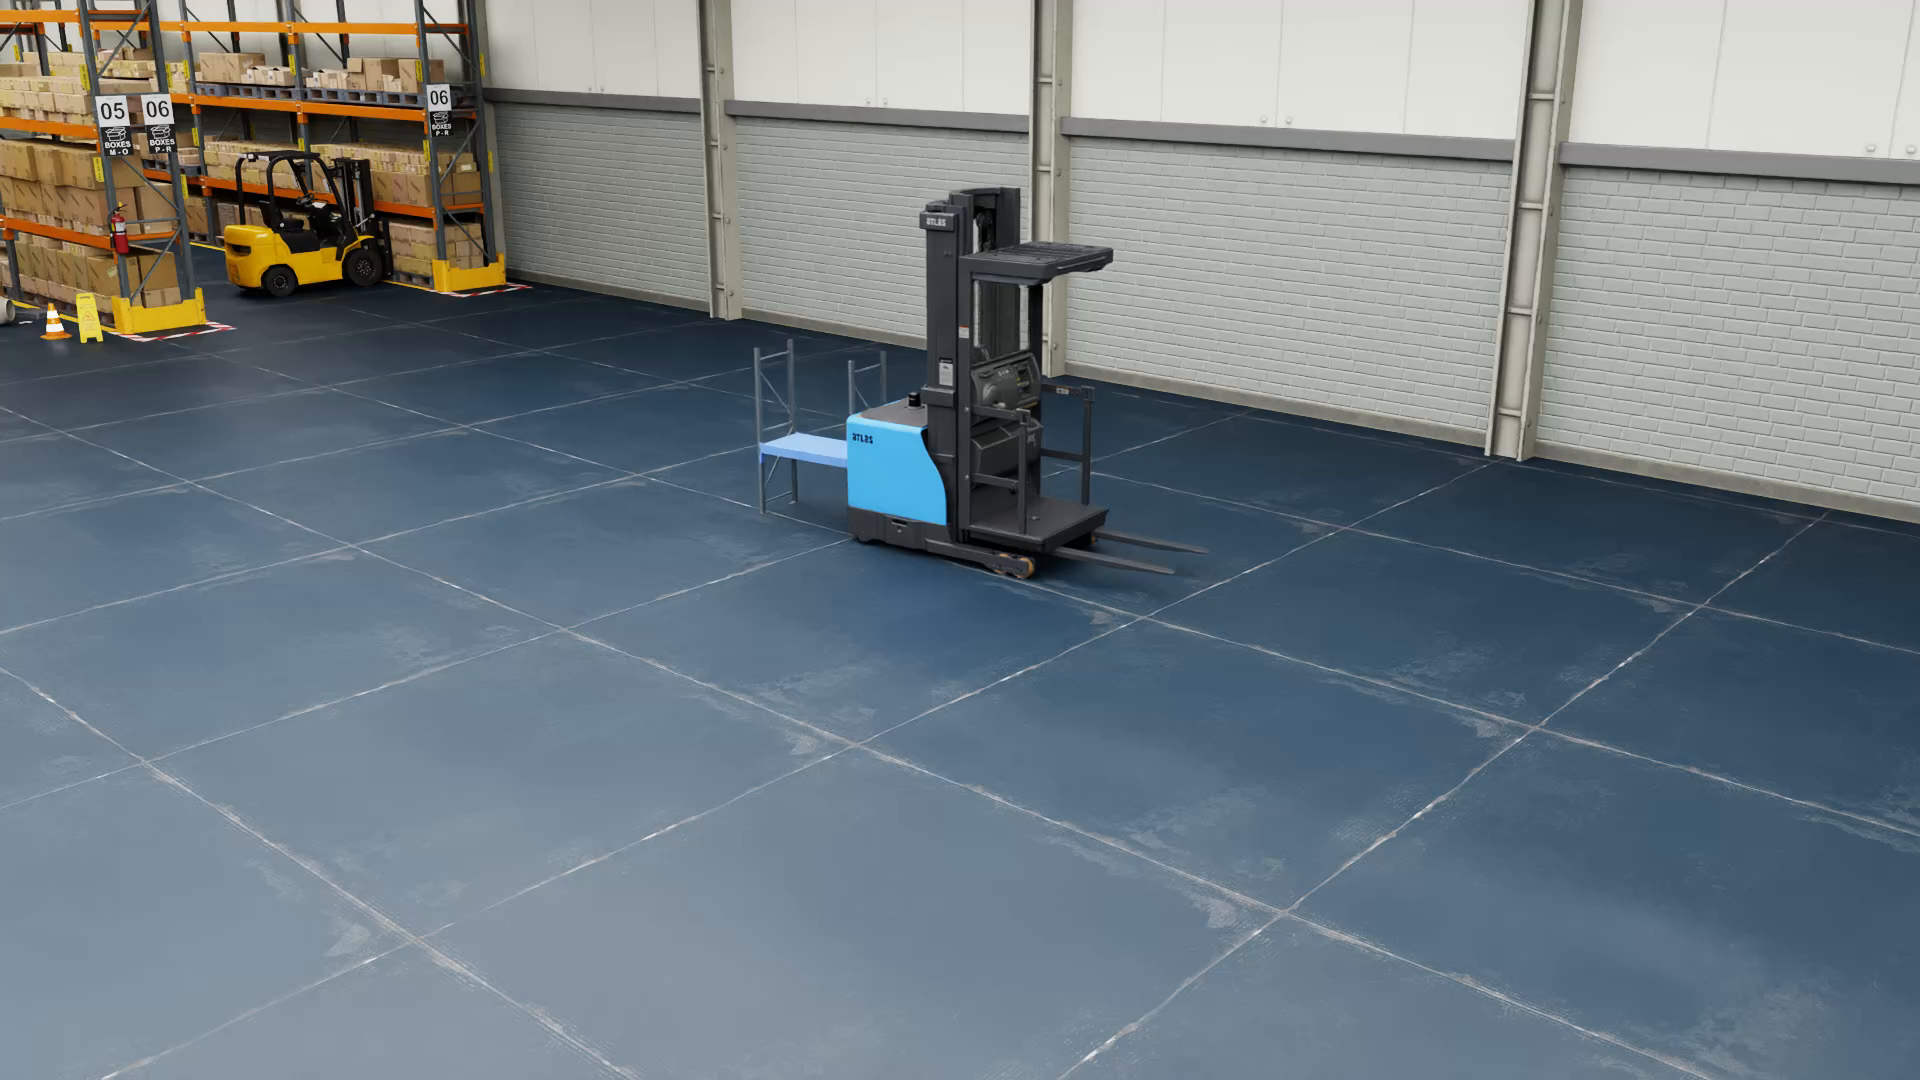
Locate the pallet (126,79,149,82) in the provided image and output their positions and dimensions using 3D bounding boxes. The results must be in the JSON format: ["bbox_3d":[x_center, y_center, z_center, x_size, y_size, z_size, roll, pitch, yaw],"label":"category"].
[{"bbox_3d":[-15.744,-8.952,32.713,1.003,0.211,1.213,15,23,39],"label":"pallet"}]

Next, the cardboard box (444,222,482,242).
[{"bbox_3d":[-8.221,-5.062,27.303,0.500,0.250,0.500,15,23,38],"label":"cardboard box"}]

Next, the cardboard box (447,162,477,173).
[{"bbox_3d":[-8.069,-6.041,26.949,0.250,0.149,0.380,14,23,38],"label":"cardboard box"}]

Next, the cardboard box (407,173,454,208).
[{"bbox_3d":[-8.530,-5.644,26.772,0.500,0.500,0.500,14,23,38],"label":"cardboard box"}]

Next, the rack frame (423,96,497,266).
[{"bbox_3d":[-7.987,-5.557,26.663,0.127,3.000,1.000,15,23,39],"label":"rack frame"}]

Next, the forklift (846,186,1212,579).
[{"bbox_3d":[0.547,-1.271,13.270,3.031,2.935,1.130,12,21,32],"label":"forklift"}]

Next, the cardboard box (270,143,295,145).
[{"bbox_3d":[-12.555,-7.273,30.831,0.250,0.149,0.380,15,23,38],"label":"cardboard box"}]

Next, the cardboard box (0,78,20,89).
[{"bbox_3d":[-13.847,-6.689,24.367,0.250,0.149,0.380,14,22,38],"label":"cardboard box"}]

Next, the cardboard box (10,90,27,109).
[{"bbox_3d":[-13.366,-6.381,24.057,0.500,0.250,0.500,15,23,40],"label":"cardboard box"}]

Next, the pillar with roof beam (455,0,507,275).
[{"bbox_3d":[-10.768,-7.786,23.769,0.400,9.000,9.100,15,23,39],"label":"pillar with roof beam"}]

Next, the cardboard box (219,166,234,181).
[{"bbox_3d":[-13.428,-6.845,30.970,0.500,0.250,0.500,14,23,38],"label":"cardboard box"}]

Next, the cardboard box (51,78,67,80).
[{"bbox_3d":[-13.100,-6.706,24.423,0.250,0.149,0.380,14,23,38],"label":"cardboard box"}]

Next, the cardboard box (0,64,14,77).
[{"bbox_3d":[-14.789,-7.121,25.358,0.500,0.250,0.500,16,23,40],"label":"cardboard box"}]

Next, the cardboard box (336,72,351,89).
[{"bbox_3d":[-10.071,-7.607,27.526,0.258,0.266,0.396,14,23,38],"label":"cardboard box"}]

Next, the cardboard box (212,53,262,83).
[{"bbox_3d":[-13.147,-8.609,30.297,0.500,0.500,0.700,14,23,38],"label":"cardboard box"}]

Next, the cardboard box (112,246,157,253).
[{"bbox_3d":[-12.111,-4.013,24.411,0.500,0.500,0.500,14,22,37],"label":"cardboard box"}]

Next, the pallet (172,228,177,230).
[{"bbox_3d":[-15.413,-6.238,33.417,1.213,0.211,1.003,15,23,39],"label":"pallet"}]

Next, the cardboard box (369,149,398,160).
[{"bbox_3d":[-9.546,-6.386,27.547,0.250,0.149,0.380,15,23,40],"label":"cardboard box"}]

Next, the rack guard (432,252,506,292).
[{"bbox_3d":[-7.970,-4.361,27.026,0.348,0.500,1.175,15,23,39],"label":"rack guard"}]

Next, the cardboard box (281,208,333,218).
[{"bbox_3d":[-11.952,-5.688,30.308,0.625,0.625,0.875,15,23,39],"label":"cardboard box"}]

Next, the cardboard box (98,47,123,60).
[{"bbox_3d":[-16.969,-9.724,33.213,0.258,0.266,0.396,15,23,39],"label":"cardboard box"}]

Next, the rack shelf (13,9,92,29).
[{"bbox_3d":[-18.459,-10.883,34.722,4.000,0.370,1.077,15,23,39],"label":"rack shelf"}]

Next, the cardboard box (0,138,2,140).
[{"bbox_3d":[-15.852,-6.474,27.127,0.250,0.149,0.380,14,22,37],"label":"cardboard box"}]

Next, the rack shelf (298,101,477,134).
[{"bbox_3d":[-9.483,-7.045,27.583,4.000,0.370,1.077,15,23,39],"label":"rack shelf"}]

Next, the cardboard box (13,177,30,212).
[{"bbox_3d":[-13.736,-5.179,24.814,0.500,0.500,0.500,15,23,39],"label":"cardboard box"}]

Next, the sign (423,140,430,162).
[{"bbox_3d":[-8.358,-6.102,26.074,0.005,0.325,0.100,15,23,39],"label":"sign"}]

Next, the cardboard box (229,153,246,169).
[{"bbox_3d":[-13.048,-6.976,30.555,0.500,0.250,0.500,14,23,38],"label":"cardboard box"}]

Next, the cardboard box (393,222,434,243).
[{"bbox_3d":[-8.925,-5.046,27.252,0.500,0.250,0.500,16,23,40],"label":"cardboard box"}]

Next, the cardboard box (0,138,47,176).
[{"bbox_3d":[-14.086,-5.765,25.008,0.500,0.500,0.700,15,23,39],"label":"cardboard box"}]

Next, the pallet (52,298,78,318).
[{"bbox_3d":[-12.829,-3.535,24.903,1.213,0.211,1.003,15,23,39],"label":"pallet"}]

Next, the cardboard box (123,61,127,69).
[{"bbox_3d":[-16.182,-9.325,32.641,0.250,0.149,0.380,15,23,40],"label":"cardboard box"}]

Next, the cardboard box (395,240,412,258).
[{"bbox_3d":[-8.927,-4.815,27.350,0.500,0.250,0.500,15,23,39],"label":"cardboard box"}]

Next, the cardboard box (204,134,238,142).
[{"bbox_3d":[-14.252,-7.550,32.082,0.500,0.500,0.500,16,24,42],"label":"cardboard box"}]

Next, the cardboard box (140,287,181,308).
[{"bbox_3d":[-11.699,-3.547,24.182,0.500,0.250,0.500,15,23,39],"label":"cardboard box"}]

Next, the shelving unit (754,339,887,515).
[{"bbox_3d":[-1.208,-0.921,14.536,1.048,1.500,0.538,11,21,31],"label":"shelving unit"}]

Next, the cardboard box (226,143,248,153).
[{"bbox_3d":[-13.315,-7.241,30.731,0.250,0.149,0.380,15,23,40],"label":"cardboard box"}]

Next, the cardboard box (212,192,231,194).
[{"bbox_3d":[-14.716,-6.823,33.018,0.250,0.149,0.380,14,22,37],"label":"cardboard box"}]

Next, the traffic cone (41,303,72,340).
[{"bbox_3d":[-12.457,-3.018,22.858,0.334,0.463,0.336,15,23,39],"label":"traffic cone"}]

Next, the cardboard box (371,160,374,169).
[{"bbox_3d":[-9.535,-6.243,27.585,0.250,0.149,0.380,15,23,39],"label":"cardboard box"}]

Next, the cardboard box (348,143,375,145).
[{"bbox_3d":[-10.380,-6.803,28.860,0.250,0.149,0.380,14,23,38],"label":"cardboard box"}]

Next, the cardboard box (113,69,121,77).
[{"bbox_3d":[-16.446,-9.216,32.788,0.250,0.149,0.380,15,23,40],"label":"cardboard box"}]

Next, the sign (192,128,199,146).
[{"bbox_3d":[-14.324,-7.553,31.168,0.005,0.325,0.100,15,23,39],"label":"sign"}]

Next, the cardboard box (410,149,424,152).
[{"bbox_3d":[-8.866,-6.382,27.532,0.250,0.149,0.380,16,24,41],"label":"cardboard box"}]

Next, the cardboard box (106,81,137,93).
[{"bbox_3d":[-11.609,-6.288,23.104,0.250,0.149,0.380,15,23,39],"label":"cardboard box"}]

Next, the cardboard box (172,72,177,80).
[{"bbox_3d":[-14.757,-8.843,31.648,0.250,0.149,0.380,16,23,40],"label":"cardboard box"}]

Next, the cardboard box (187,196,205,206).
[{"bbox_3d":[-14.733,-6.571,32.223,0.250,0.149,0.380,14,22,36],"label":"cardboard box"}]

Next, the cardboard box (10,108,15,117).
[{"bbox_3d":[-13.783,-6.338,24.581,0.250,0.149,0.380,15,23,39],"label":"cardboard box"}]

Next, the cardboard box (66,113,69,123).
[{"bbox_3d":[-12.261,-5.921,23.267,0.250,0.149,0.380,15,23,40],"label":"cardboard box"}]

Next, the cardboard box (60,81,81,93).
[{"bbox_3d":[-12.254,-6.295,23.125,0.250,0.149,0.380,15,23,40],"label":"cardboard box"}]

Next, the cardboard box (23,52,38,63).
[{"bbox_3d":[-19.789,-10.362,35.774,0.500,0.250,0.500,15,23,39],"label":"cardboard box"}]

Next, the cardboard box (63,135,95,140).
[{"bbox_3d":[-18.672,-8.744,35.222,0.500,0.500,0.500,16,23,41],"label":"cardboard box"}]
